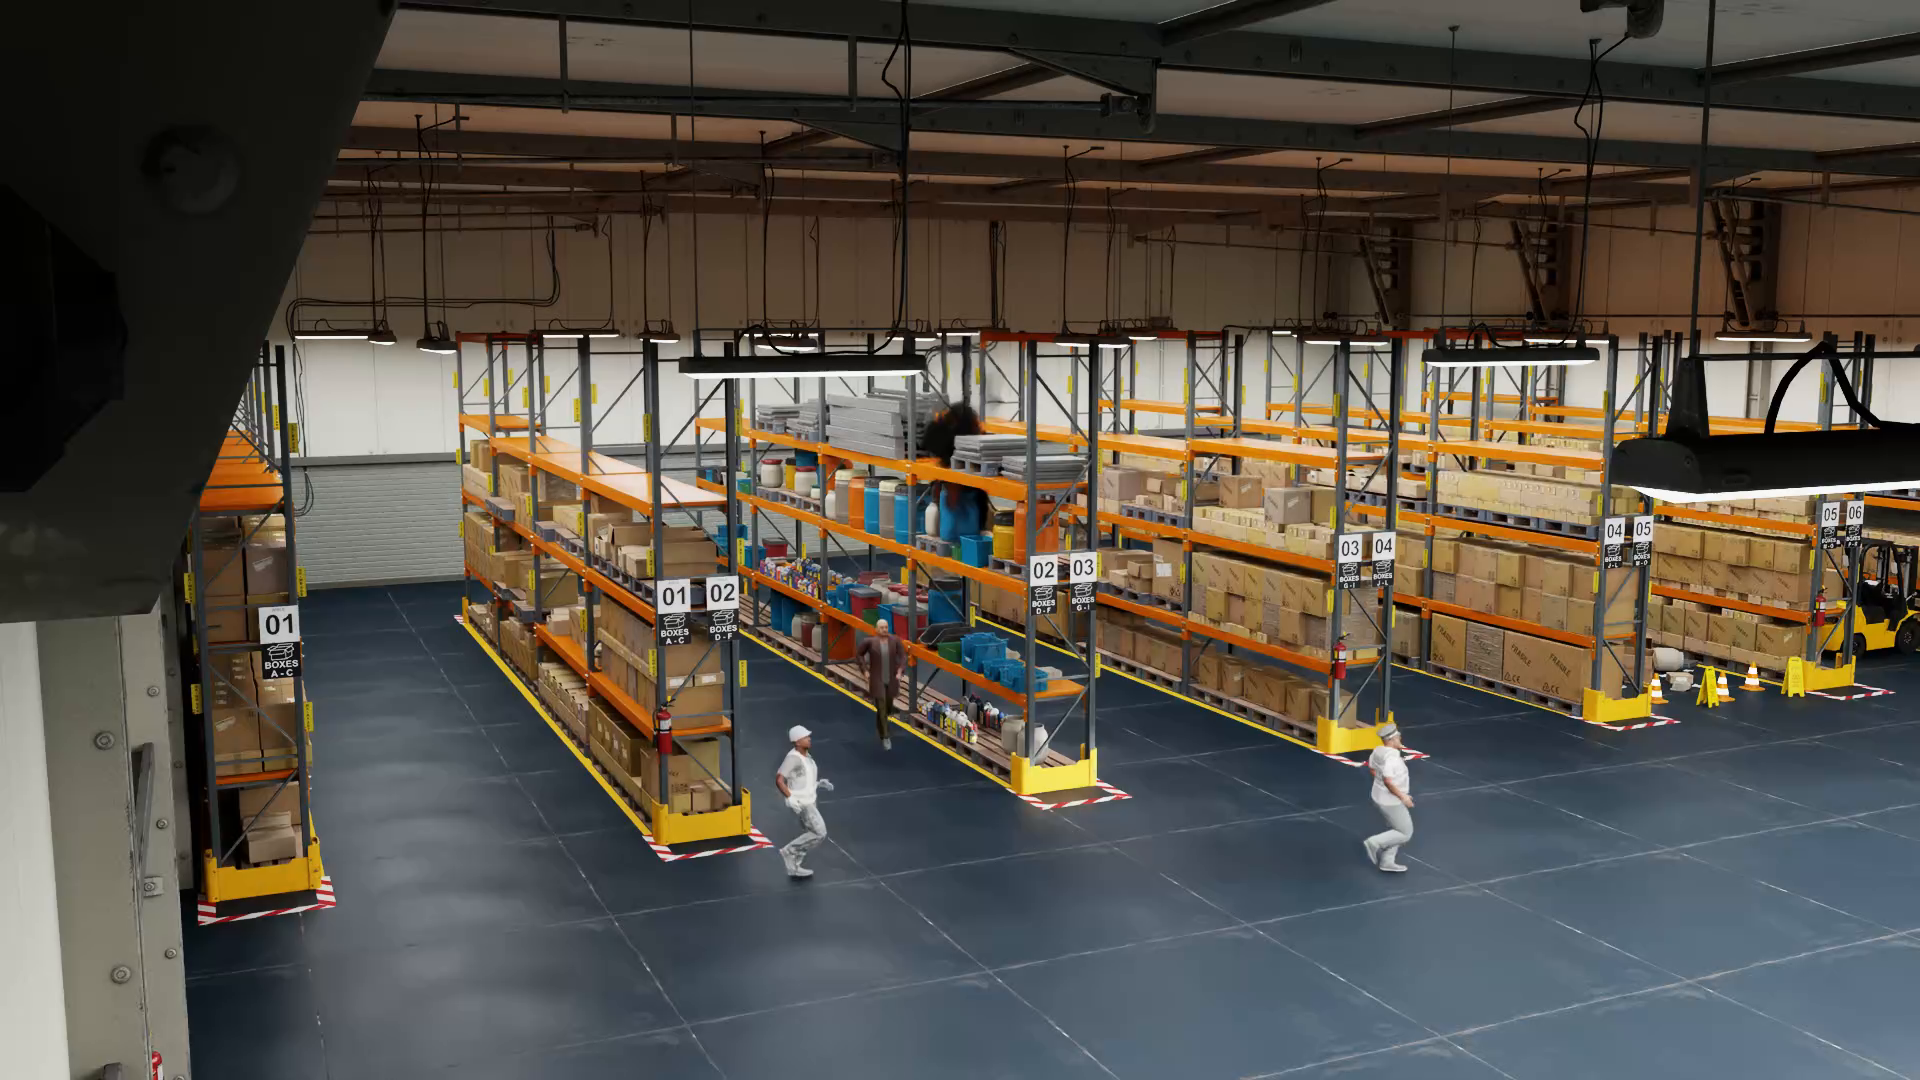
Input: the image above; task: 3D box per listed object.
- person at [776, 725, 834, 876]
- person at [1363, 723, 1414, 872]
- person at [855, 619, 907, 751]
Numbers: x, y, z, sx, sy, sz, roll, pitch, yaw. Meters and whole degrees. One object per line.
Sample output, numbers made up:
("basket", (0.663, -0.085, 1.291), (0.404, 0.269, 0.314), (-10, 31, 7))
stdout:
("person", (-1.732, 2.952, 18.768), (0.590, 1.735, 0.695), (1, 8, 4))
("person", (4.856, 2.938, 18.920), (0.602, 1.742, 0.664), (-1, 8, -6))
("person", (-1.085, 2.010, 23.545), (0.722, 1.801, 0.835), (-3, 8, -19))
